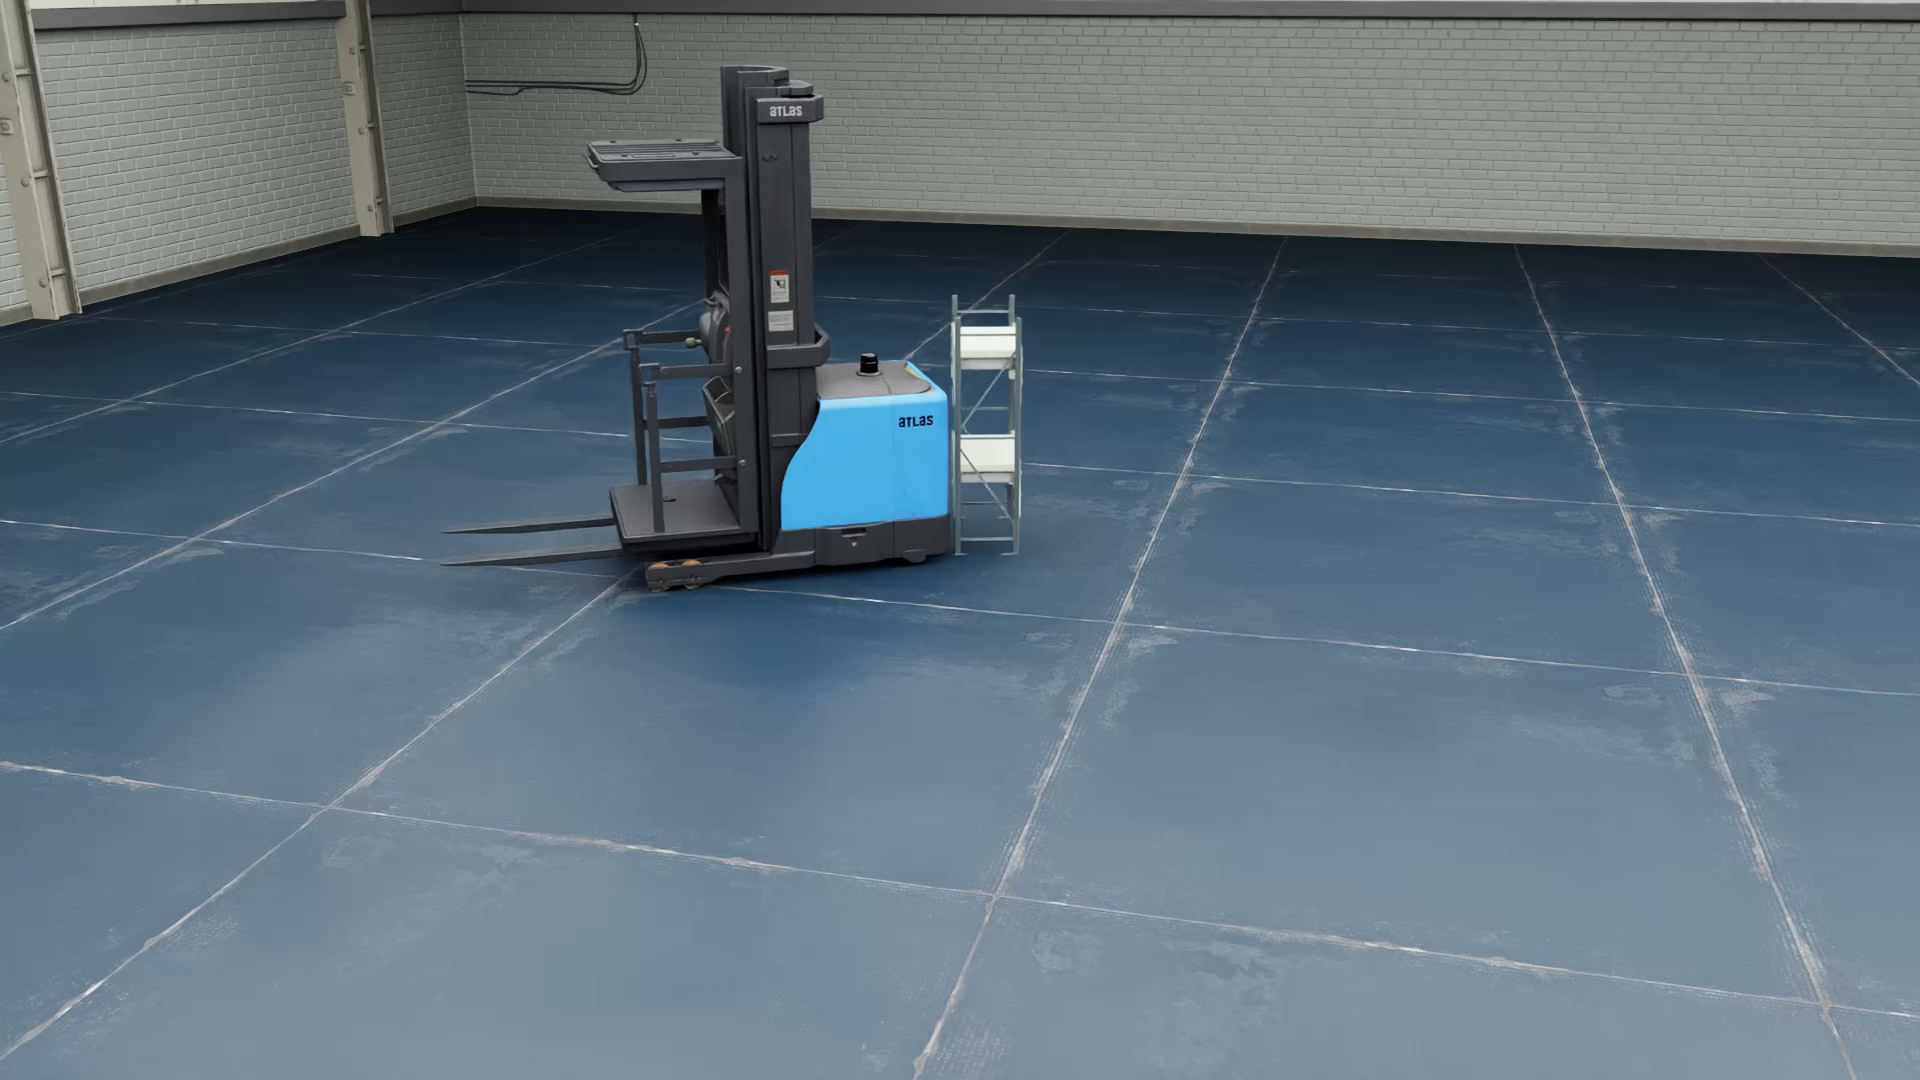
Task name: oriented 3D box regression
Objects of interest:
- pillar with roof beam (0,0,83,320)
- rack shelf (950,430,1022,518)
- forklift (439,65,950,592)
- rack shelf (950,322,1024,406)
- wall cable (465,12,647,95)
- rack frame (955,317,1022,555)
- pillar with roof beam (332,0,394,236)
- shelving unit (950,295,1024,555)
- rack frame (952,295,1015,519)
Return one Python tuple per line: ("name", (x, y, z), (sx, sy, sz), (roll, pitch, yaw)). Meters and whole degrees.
("pillar with roof beam", (-5.425, -6.307, 15.230), (9.100, 9.000, 0.400), (5, 19, 13))
("rack shelf", (0.159, -0.428, 10.629), (0.431, 0.370, 0.720), (0, 19, -1))
("forklift", (-1.635, -1.272, 9.877), (3.031, 2.935, 1.130), (-5, 20, -15))
("rack shelf", (0.159, -1.106, 10.397), (0.431, 0.370, 0.720), (0, 19, -1))
("wall cable", (-6.131, -7.877, 24.630), (3.097, 2.526, 0.112), (5, 19, 13))
("rack frame", (0.169, -0.618, 10.177), (0.400, 1.500, 0.023), (0, 19, -1))
("pillar with roof beam", (-3.959, -8.187, 20.735), (9.100, 9.000, 0.400), (5, 19, 13))
("shelving unit", (0.159, -0.736, 10.523), (0.431, 1.500, 0.755), (0, 19, -1))
("rack frame", (0.149, -0.855, 10.870), (0.400, 1.500, 0.023), (0, 19, -1))
